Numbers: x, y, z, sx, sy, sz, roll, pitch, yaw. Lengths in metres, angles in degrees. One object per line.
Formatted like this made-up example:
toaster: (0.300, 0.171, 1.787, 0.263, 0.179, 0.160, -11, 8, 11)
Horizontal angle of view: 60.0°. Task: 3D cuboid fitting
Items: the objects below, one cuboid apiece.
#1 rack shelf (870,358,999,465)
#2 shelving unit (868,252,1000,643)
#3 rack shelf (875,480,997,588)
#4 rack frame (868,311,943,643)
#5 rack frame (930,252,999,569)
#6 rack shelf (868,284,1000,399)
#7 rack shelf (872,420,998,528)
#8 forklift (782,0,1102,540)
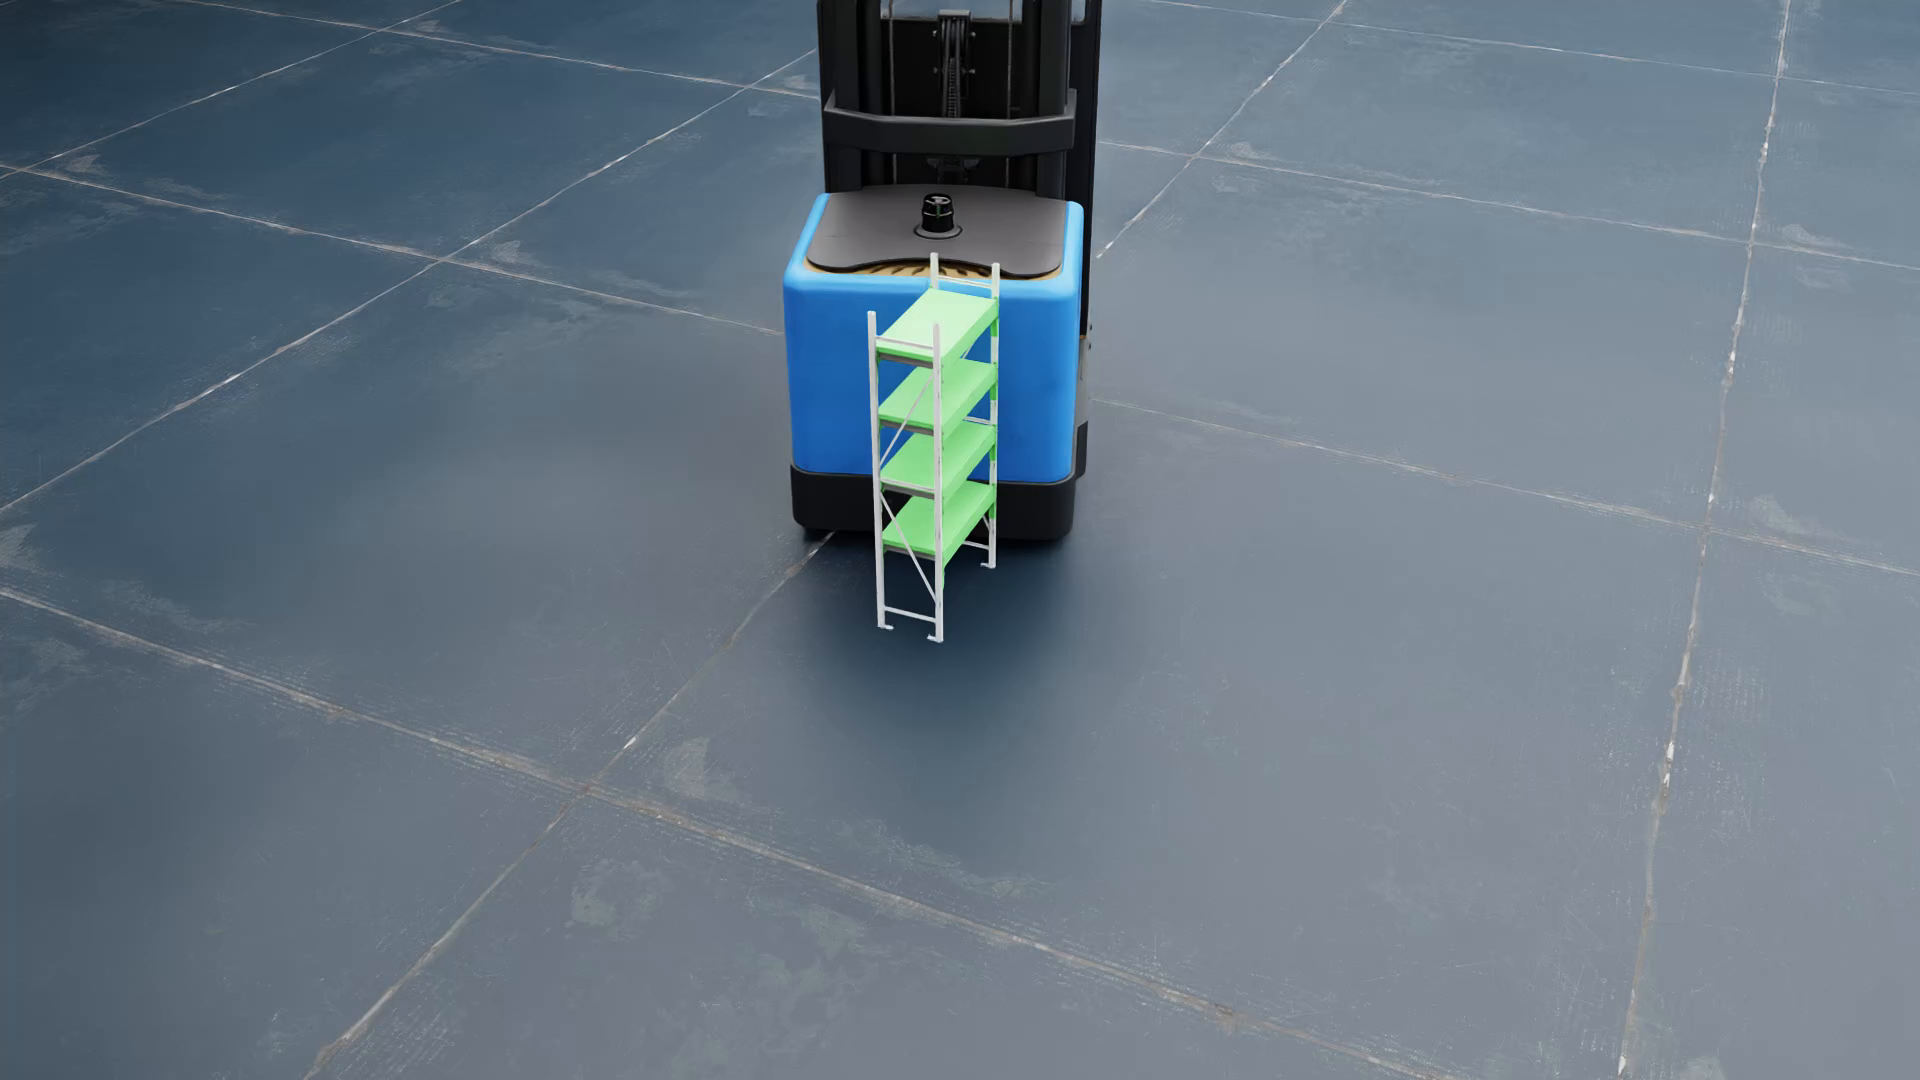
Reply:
rack shelf: (-0.078, -0.448, 5.517, 0.258, 0.148, 0.480, 13, 35, 19)
shelving unit: (-0.078, -0.300, 5.614, 0.258, 1.200, 0.503, 13, 35, 19)
rack shelf: (-0.078, -0.046, 5.781, 0.258, 0.148, 0.480, 13, 35, 19)
rack frame: (-0.172, -0.177, 5.426, 0.240, 1.200, 0.015, 13, 35, 19)
rack frame: (0.015, -0.424, 5.802, 0.240, 1.200, 0.015, 13, 35, 19)
rack shelf: (-0.078, -0.648, 5.386, 0.258, 0.148, 0.480, 13, 35, 19)
rack shelf: (-0.078, -0.247, 5.649, 0.258, 0.148, 0.480, 13, 35, 19)
forklift: (0.020, -2.011, 6.644, 1.130, 2.935, 3.031, 3, 33, 4)
